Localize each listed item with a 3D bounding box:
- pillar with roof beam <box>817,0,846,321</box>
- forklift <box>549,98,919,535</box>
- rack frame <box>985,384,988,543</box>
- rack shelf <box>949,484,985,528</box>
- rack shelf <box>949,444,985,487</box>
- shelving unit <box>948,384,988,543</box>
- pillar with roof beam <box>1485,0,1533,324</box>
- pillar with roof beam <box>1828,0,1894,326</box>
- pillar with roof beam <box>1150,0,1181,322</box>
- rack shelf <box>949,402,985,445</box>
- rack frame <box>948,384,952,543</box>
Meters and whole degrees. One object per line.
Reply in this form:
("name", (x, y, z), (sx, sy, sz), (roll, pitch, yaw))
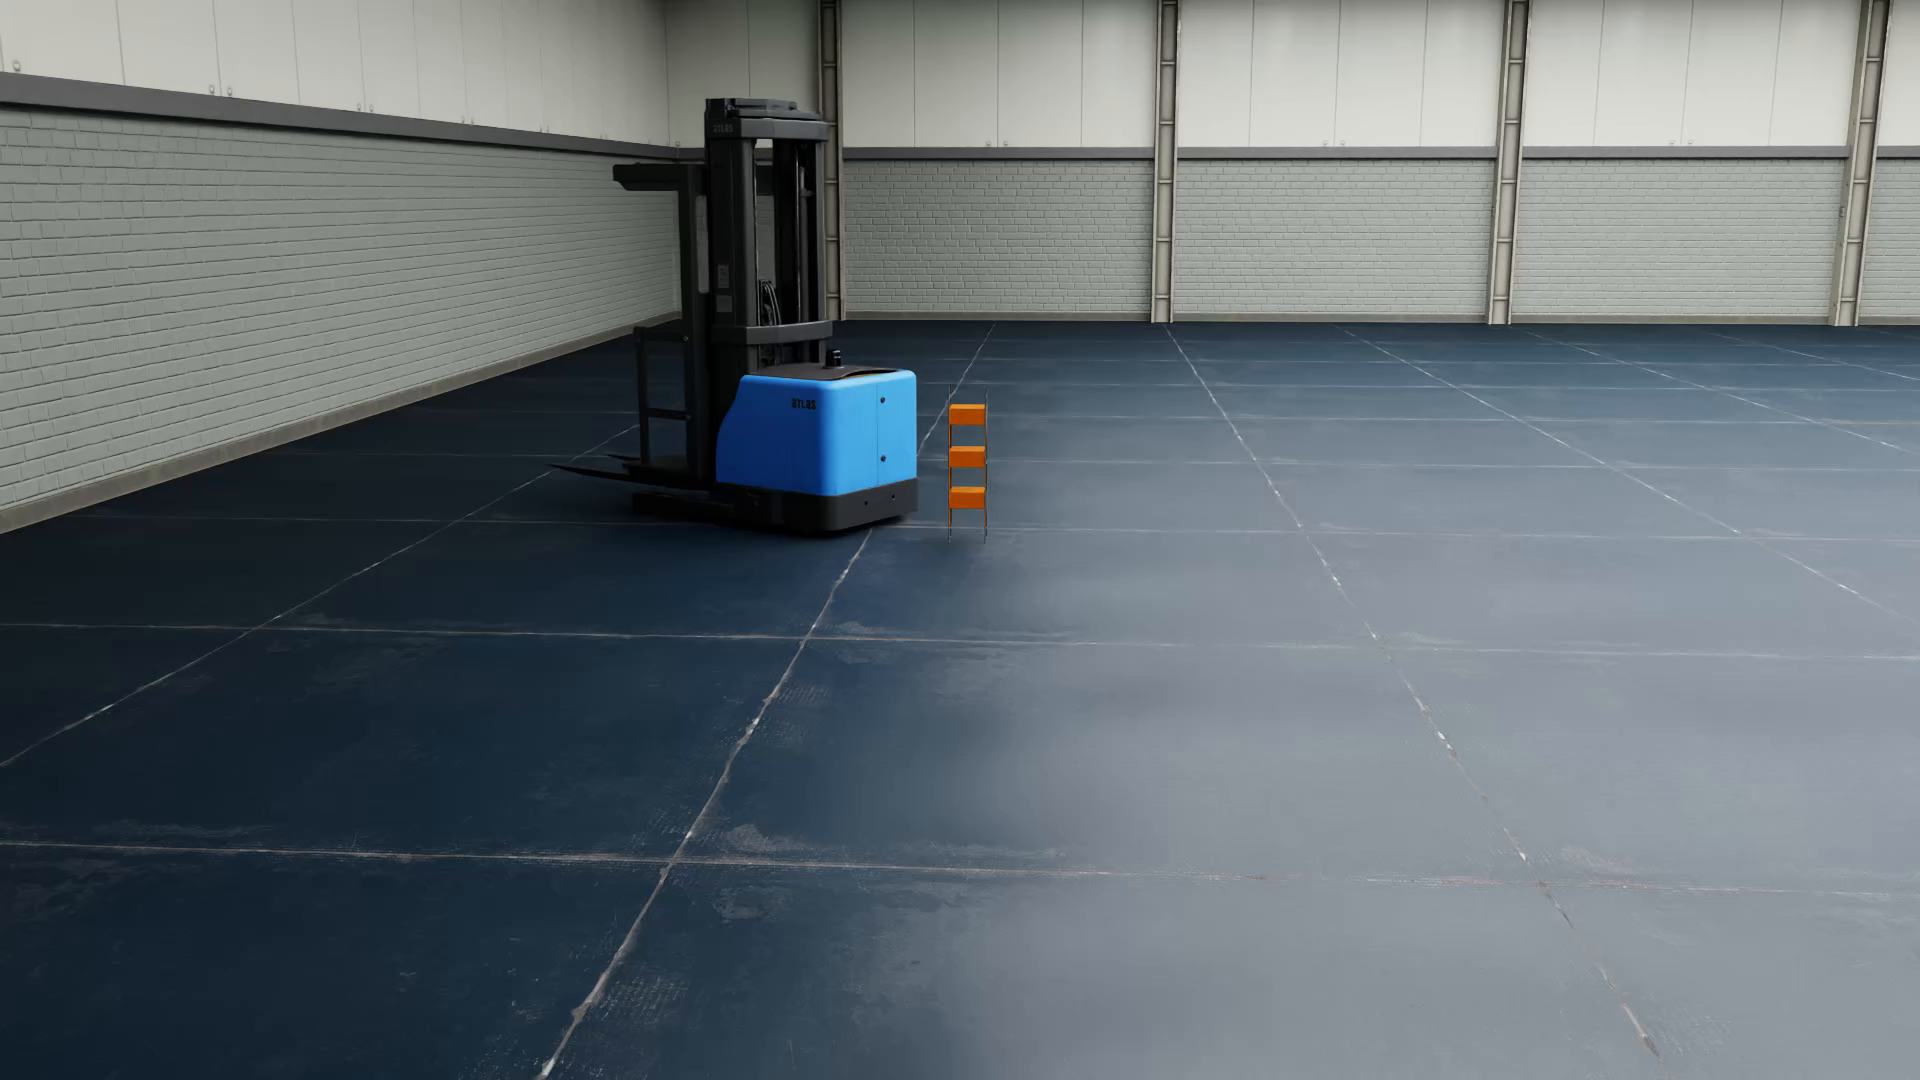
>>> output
("pillar with roof beam", (-2.608, -7.579, 25.522), (0.400, 9.000, 9.100), (1, 12, 4))
("forklift", (-1.792, -1.683, 12.156), (3.031, 2.935, 1.130), (8, 14, 35))
("rack frame", (0.175, -0.511, 11.149), (0.008, 1.050, 0.200), (1, 12, 4))
("rack shelf", (0.053, -0.231, 11.216), (0.240, 0.259, 0.215), (1, 12, 4))
("rack shelf", (0.053, -0.503, 11.159), (0.240, 0.259, 0.215), (1, 12, 4))
("shelving unit", (0.053, -0.513, 11.157), (0.252, 1.050, 0.215), (1, 12, 4))
("pillar with roof beam", (9.365, -7.415, 24.737), (0.400, 9.000, 9.100), (1, 12, 4))
("pillar with roof beam", (15.351, -7.333, 24.344), (0.400, 9.000, 9.100), (1, 12, 4))
("pillar with roof beam", (3.378, -7.497, 25.129), (0.400, 9.000, 9.100), (1, 12, 4))
("rack shelf", (0.053, -0.781, 11.101), (0.240, 0.259, 0.215), (1, 12, 4))
("rack frame", (-0.068, -0.515, 11.165), (0.008, 1.050, 0.200), (1, 12, 4))
